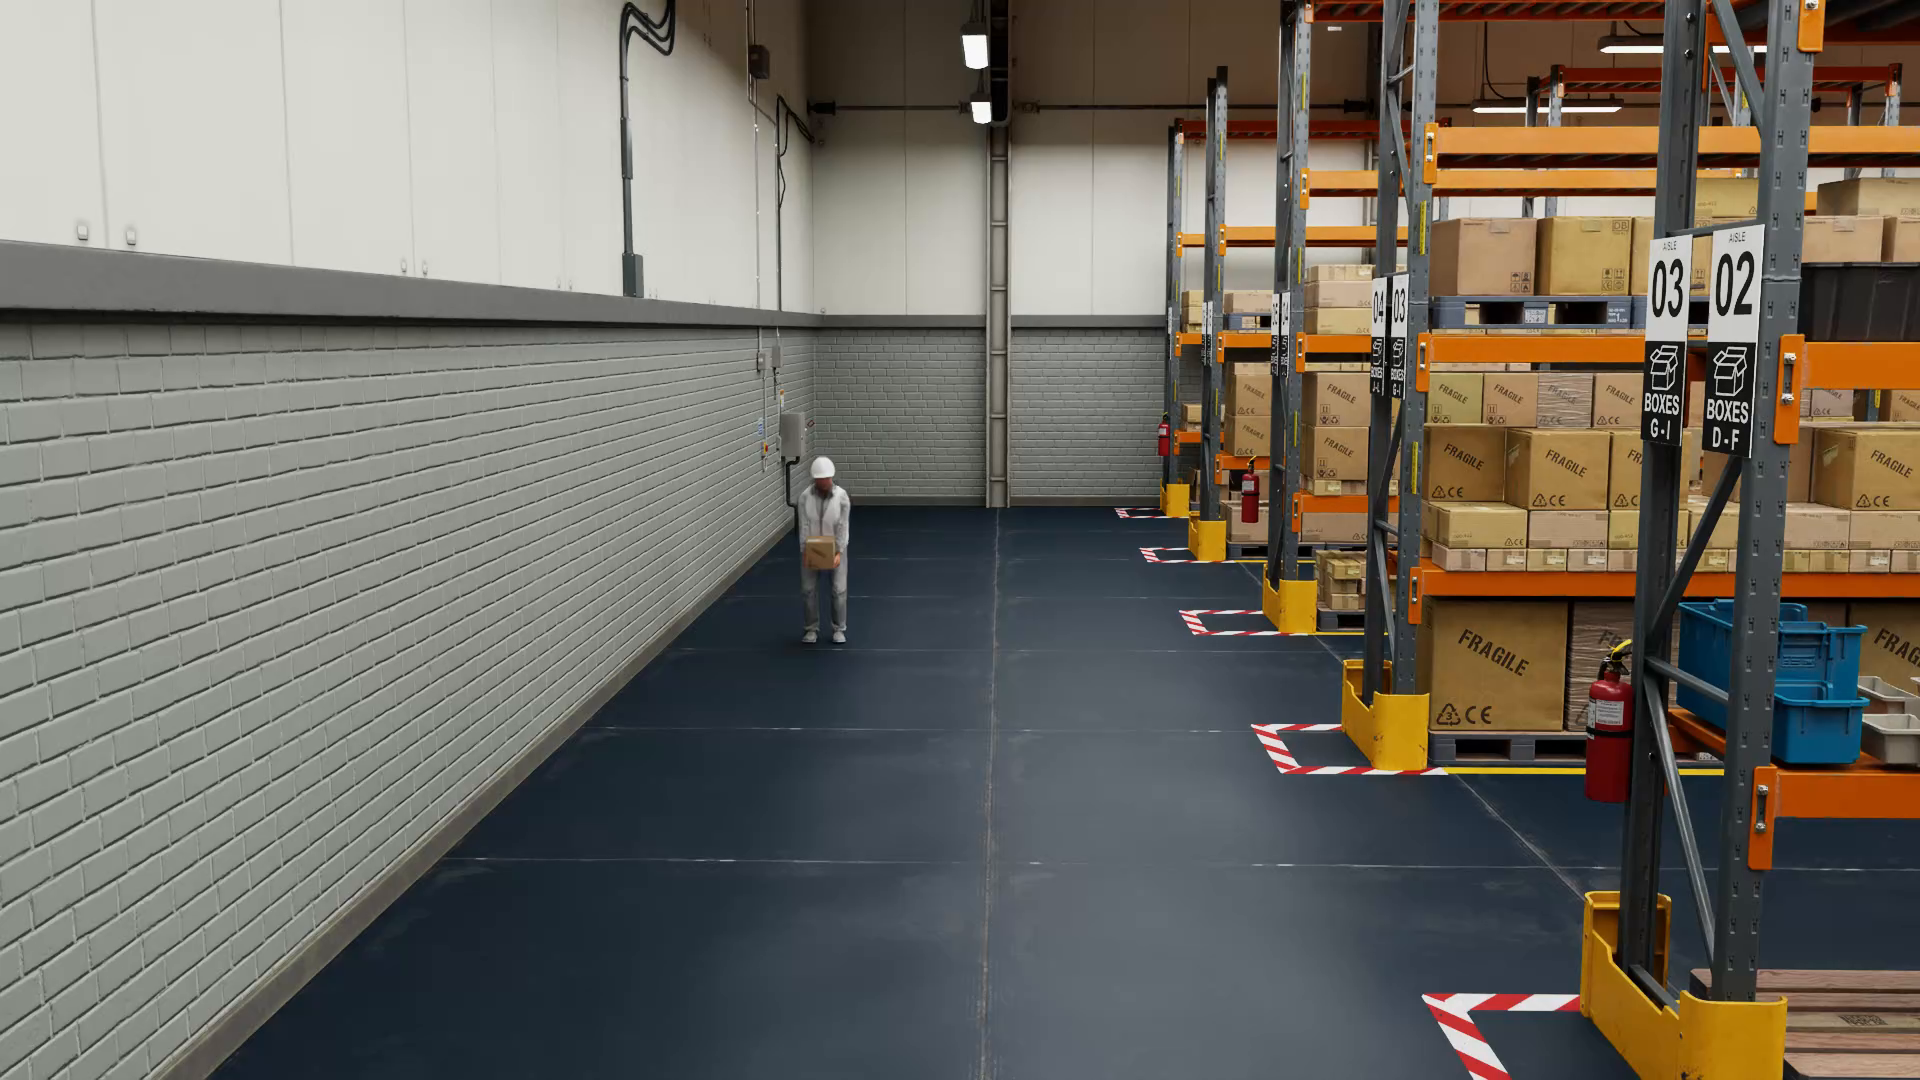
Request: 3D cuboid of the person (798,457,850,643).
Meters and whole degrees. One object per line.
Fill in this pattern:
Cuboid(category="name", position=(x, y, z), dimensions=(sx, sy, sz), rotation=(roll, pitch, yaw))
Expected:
Cuboid(category="person", position=(-1.233, 0.092, 15.154), dimensions=(0.476, 1.722, 0.615), rotation=(0, 7, 0))
